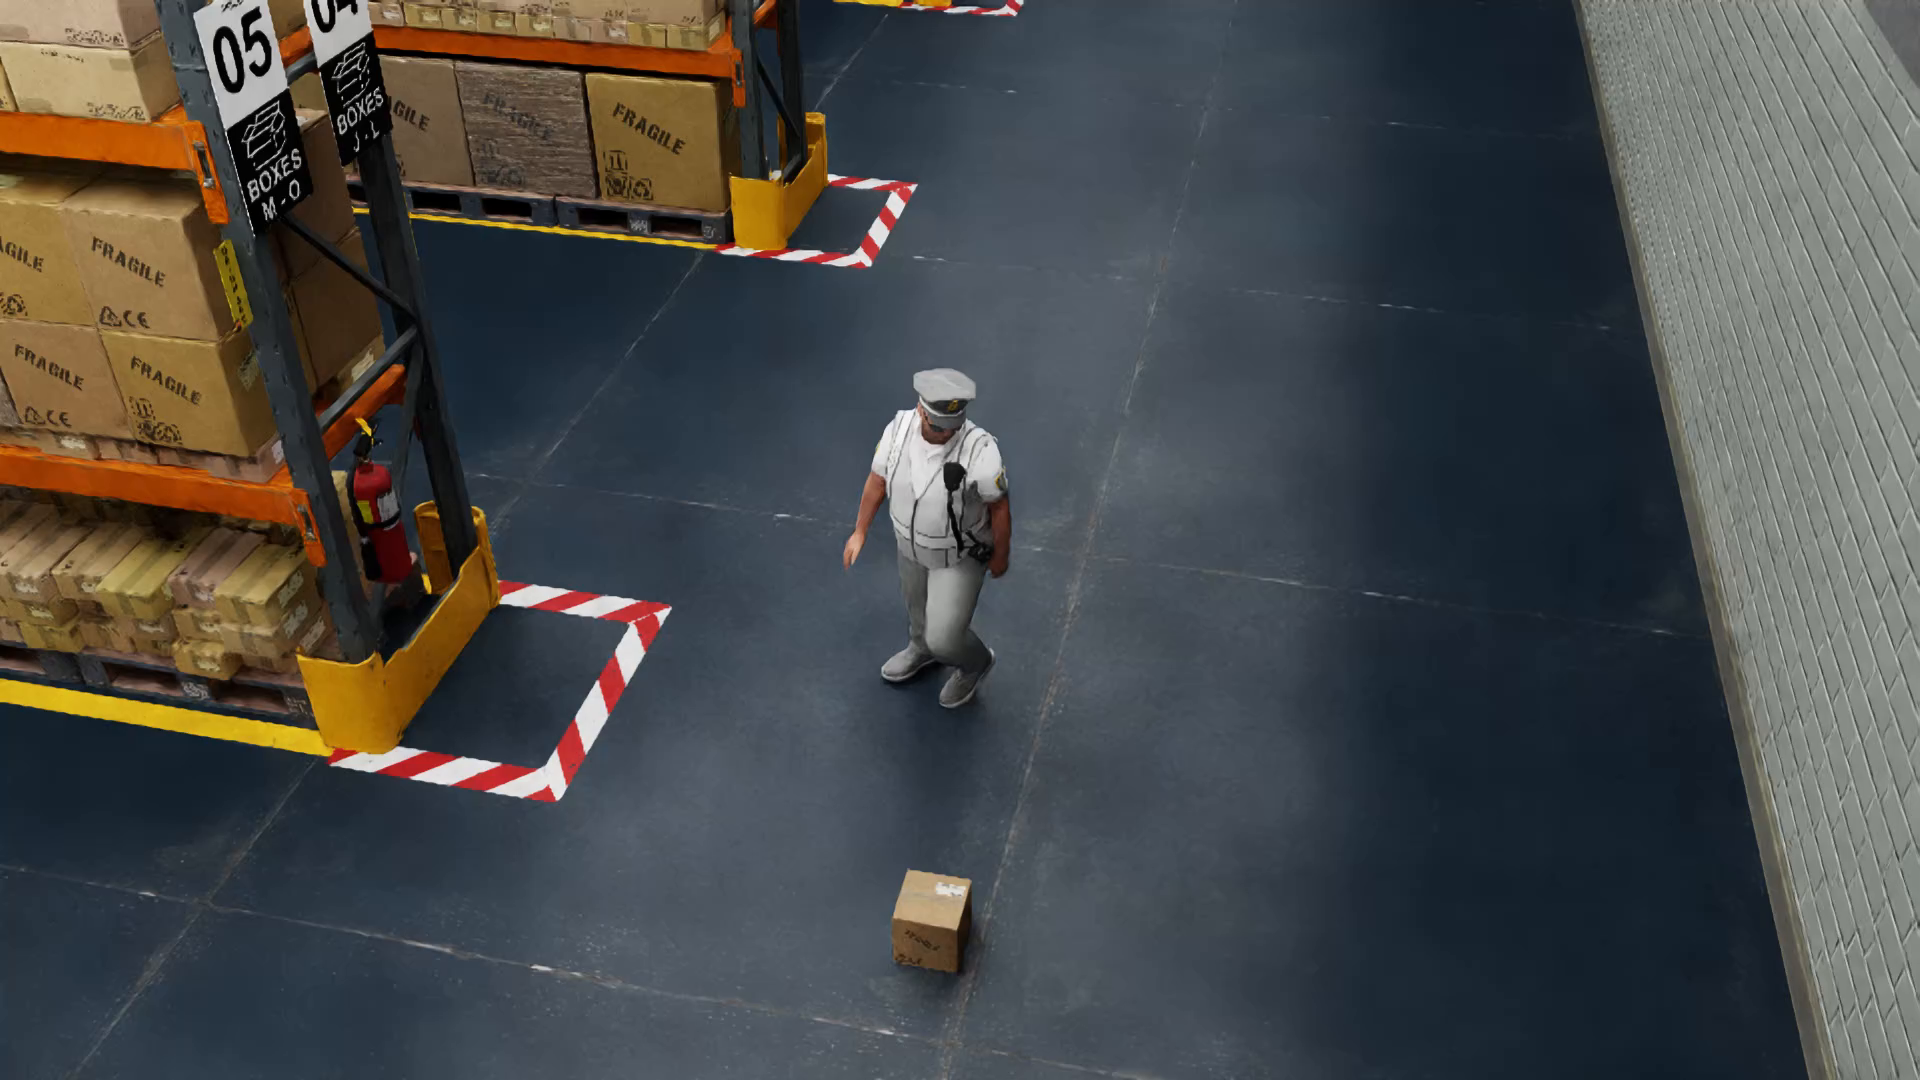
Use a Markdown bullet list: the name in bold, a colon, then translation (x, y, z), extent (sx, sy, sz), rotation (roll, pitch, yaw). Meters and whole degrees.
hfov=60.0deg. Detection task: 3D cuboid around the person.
- **person**: translation (-0.125, 0.013, 6.946), extent (0.626, 1.711, 0.524), rotation (26, 43, 30)
